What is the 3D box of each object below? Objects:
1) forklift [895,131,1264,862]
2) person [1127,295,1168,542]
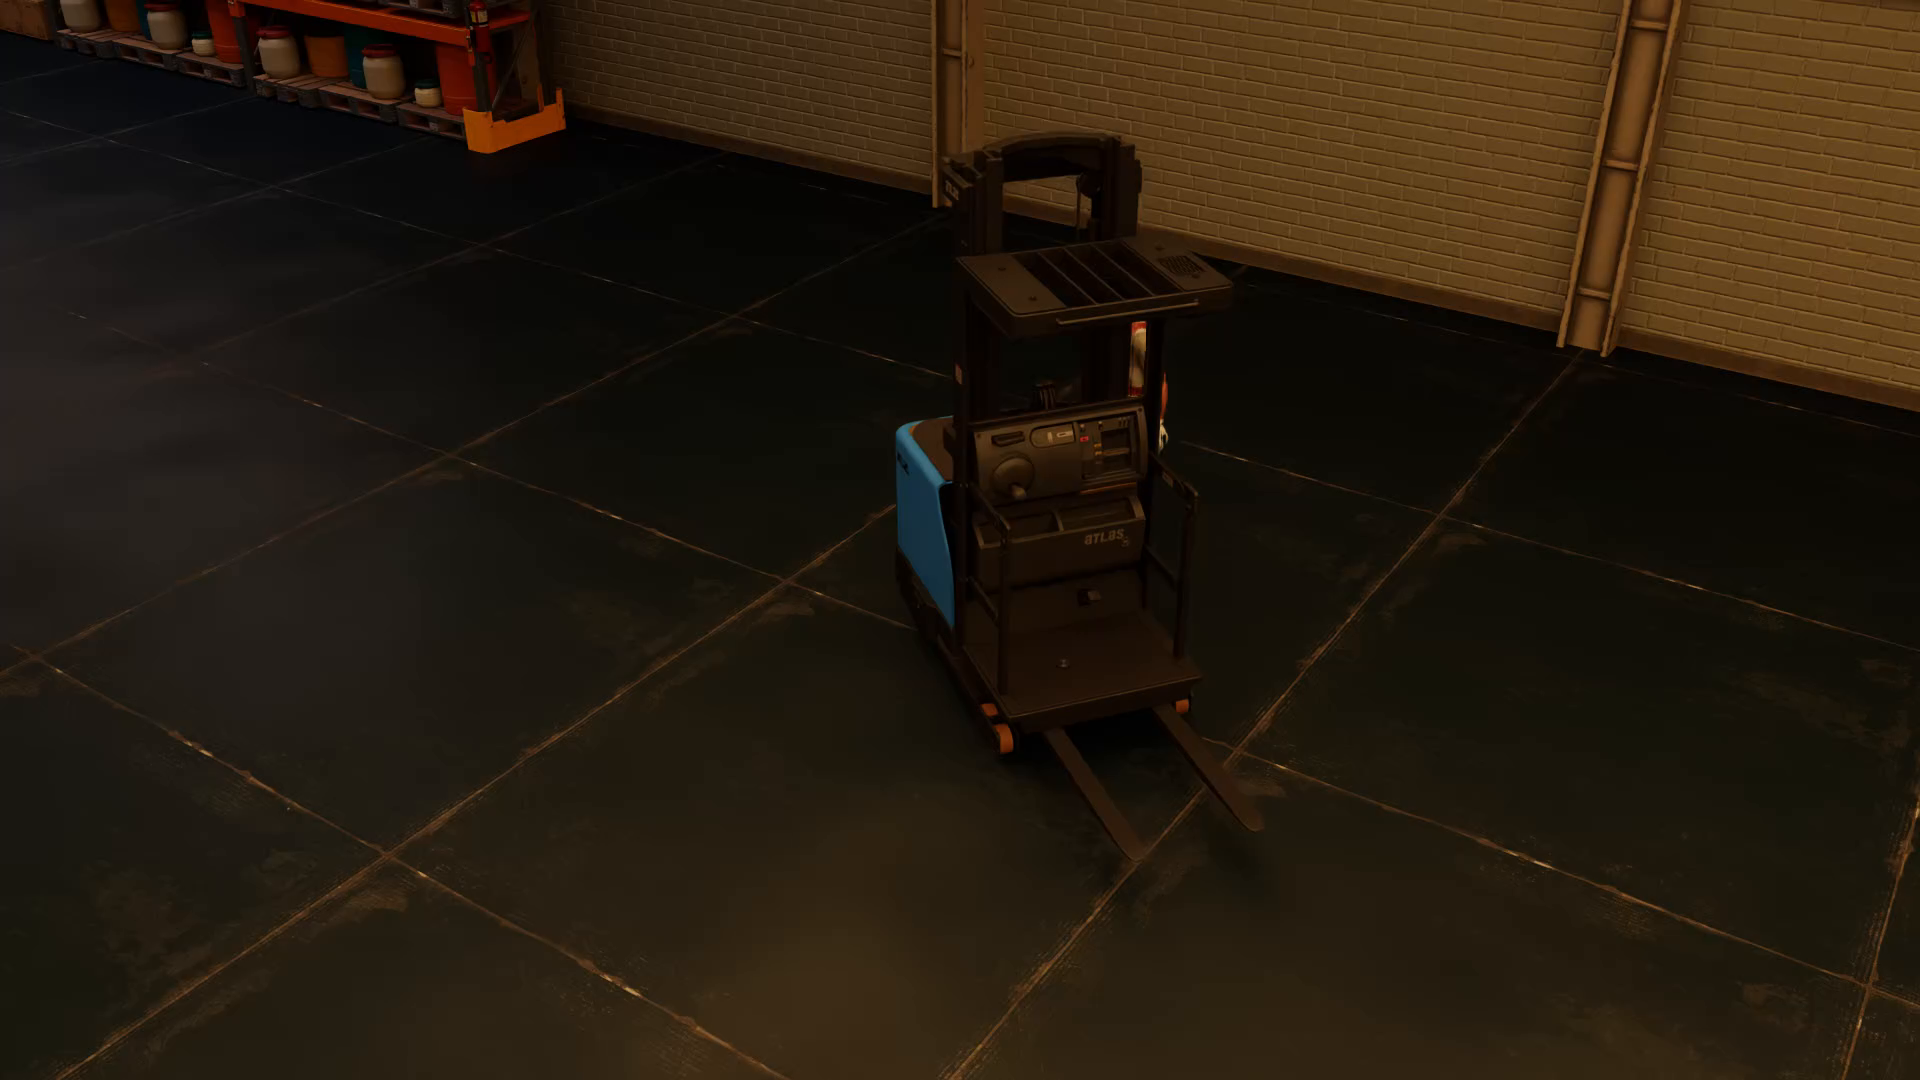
[{"bbox_3d":[0.591,-0.390,8.252,1.130,2.935,3.031,-10,32,-17],"label":"forklift"},{"bbox_3d":[0.967,-0.784,10.107,0.430,1.750,0.848,-18,35,-28],"label":"person"}]
